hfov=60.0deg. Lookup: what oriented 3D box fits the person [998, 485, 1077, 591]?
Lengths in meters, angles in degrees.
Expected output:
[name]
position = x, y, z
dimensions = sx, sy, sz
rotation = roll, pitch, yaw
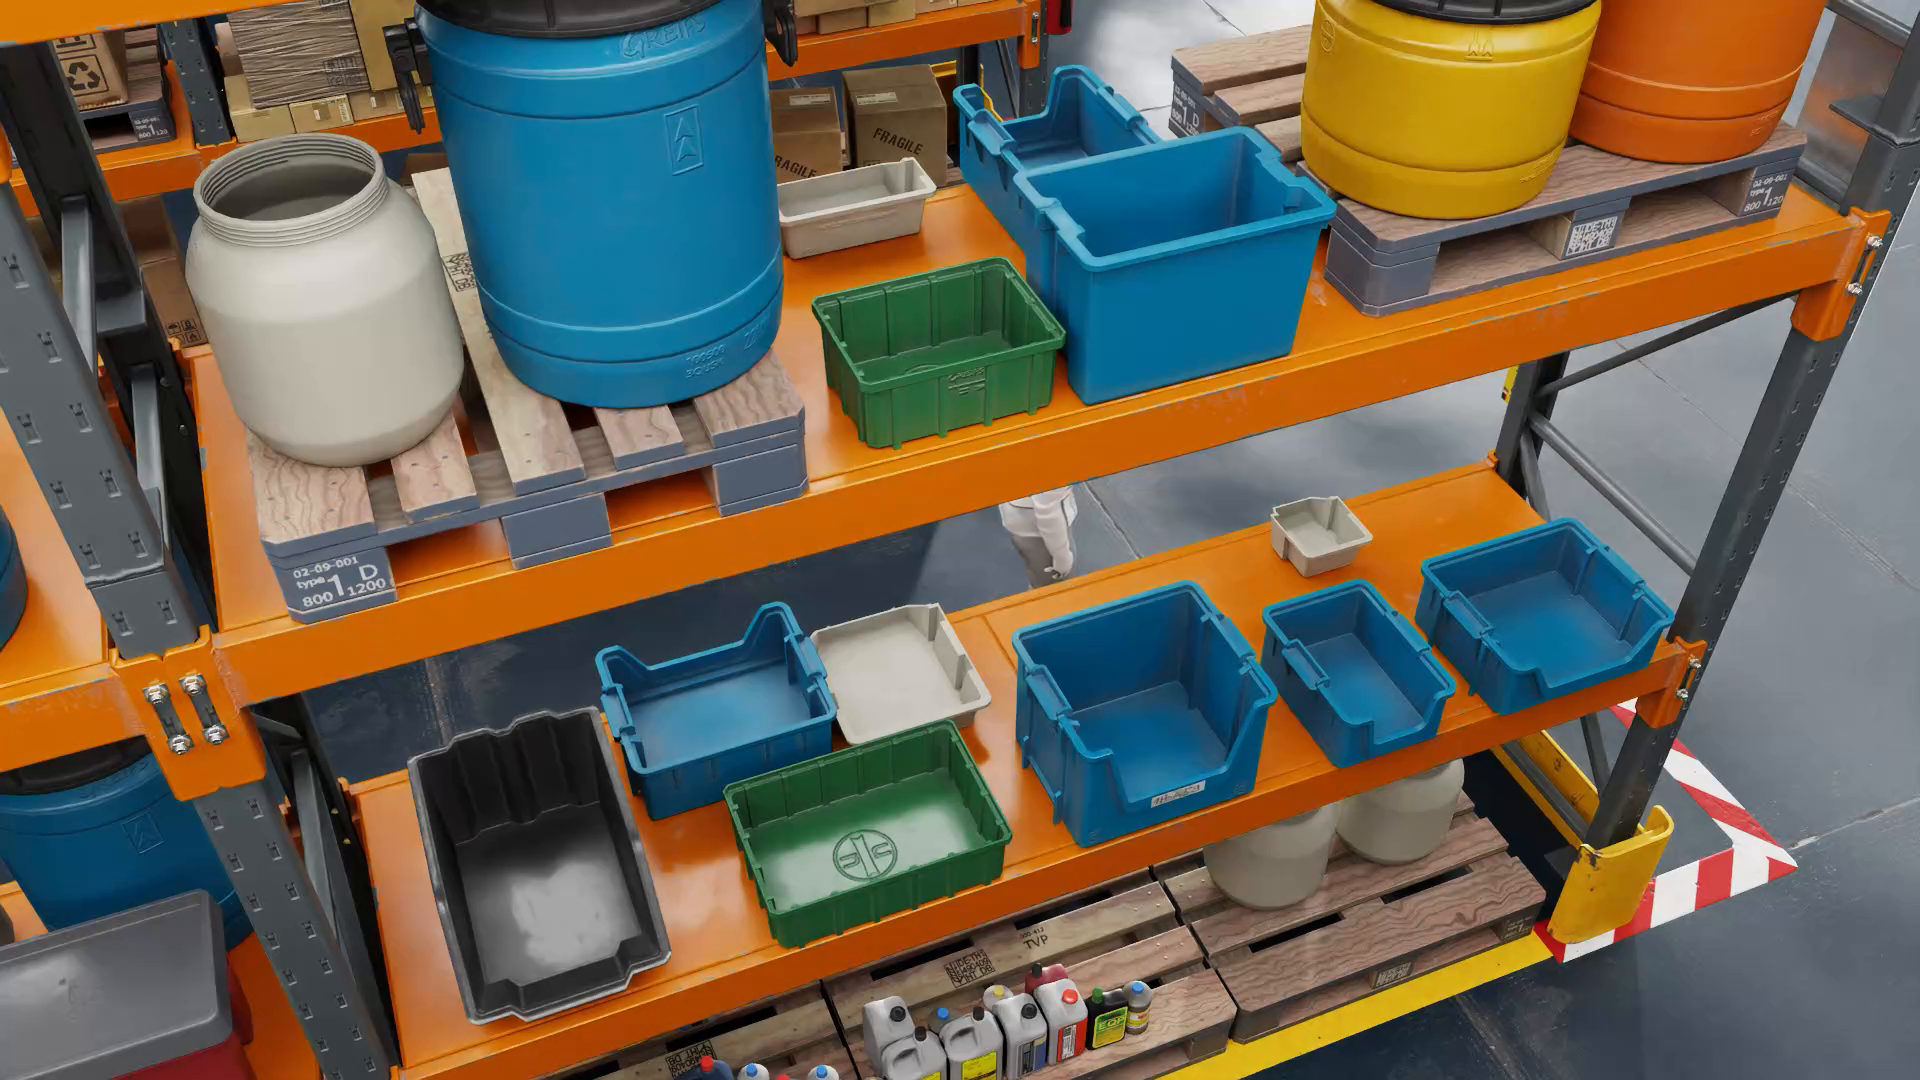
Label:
[person]
position = 0.352, -0.094, 6.262
dimensions = 0.410, 1.663, 0.525
rotation = -3, 42, -3
